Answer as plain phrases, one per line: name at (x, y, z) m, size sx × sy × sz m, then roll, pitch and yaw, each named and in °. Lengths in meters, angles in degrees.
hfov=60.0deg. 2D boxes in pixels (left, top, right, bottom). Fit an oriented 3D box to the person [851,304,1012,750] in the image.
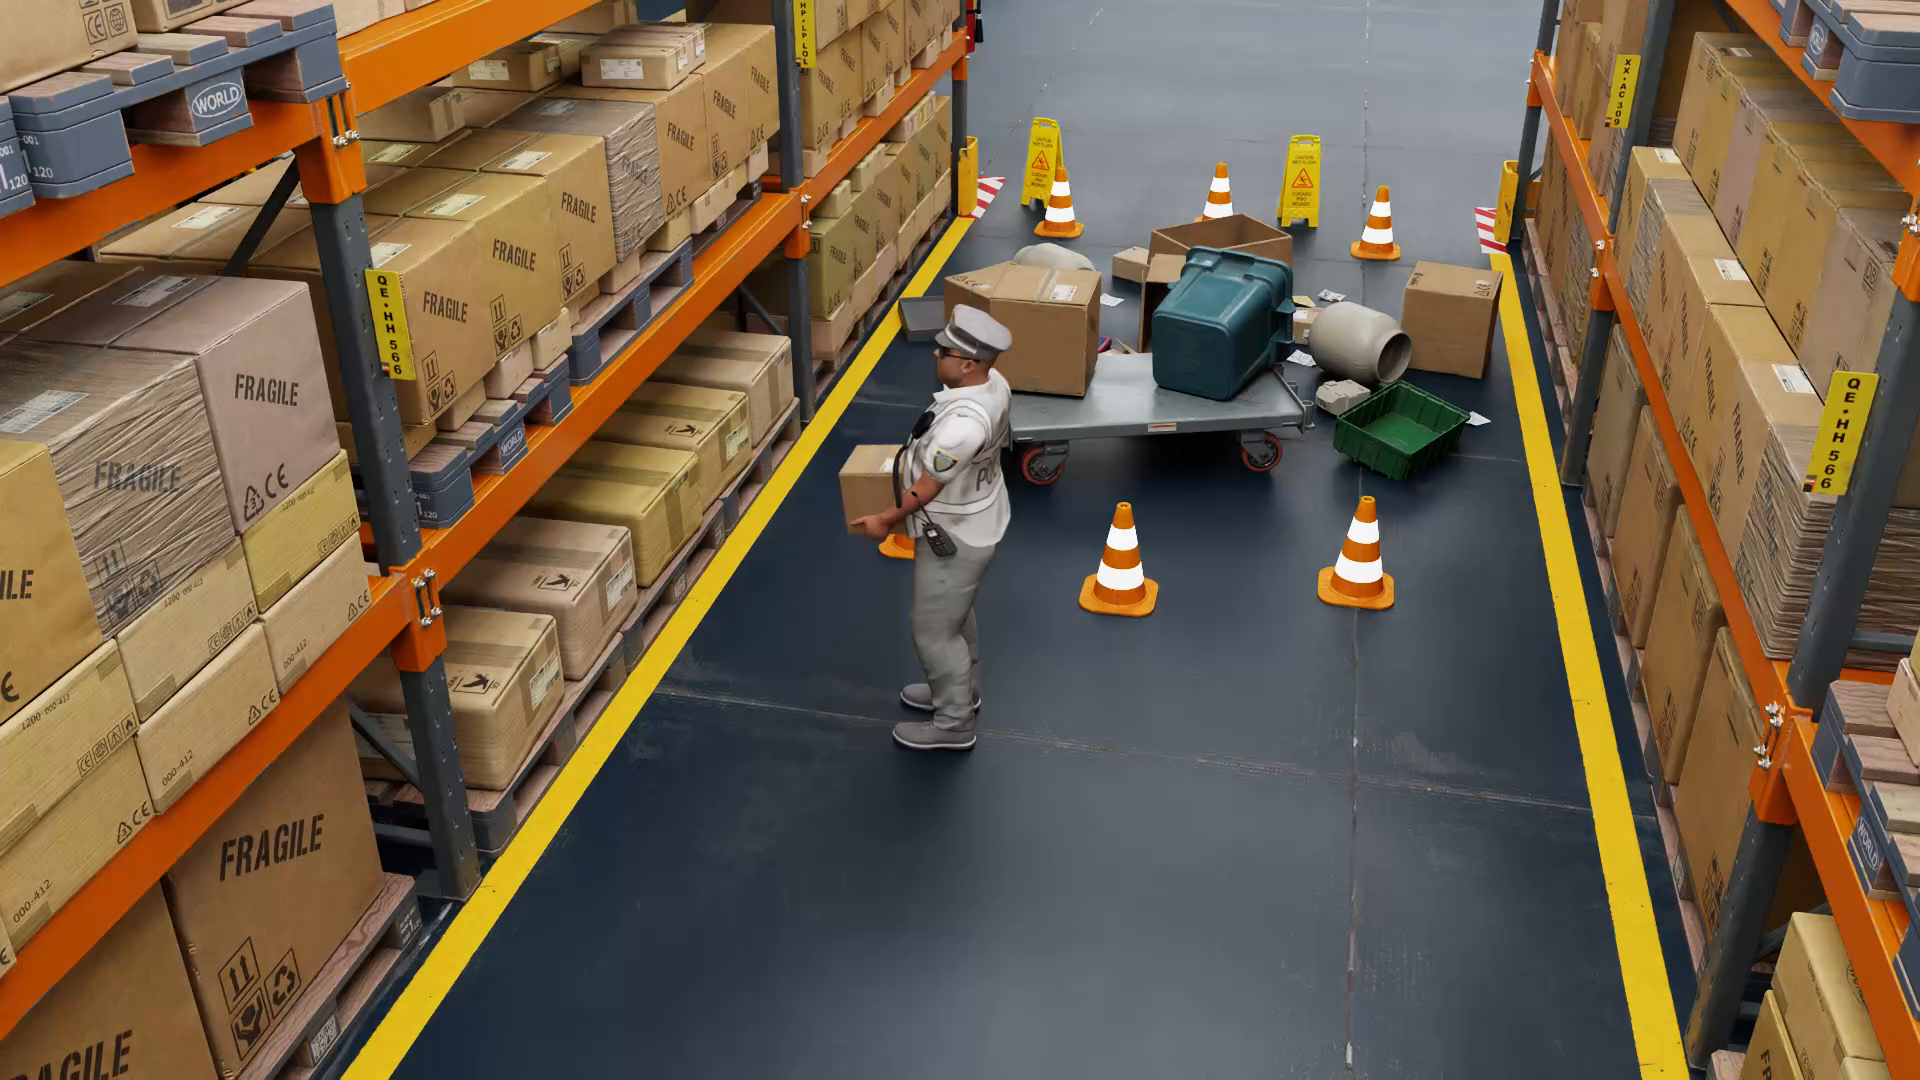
person at (-0.099, -0.046, 6.180) m, size 0.573 × 1.768 × 0.494 m, roll 6°, pitch 29°, yaw 11°
